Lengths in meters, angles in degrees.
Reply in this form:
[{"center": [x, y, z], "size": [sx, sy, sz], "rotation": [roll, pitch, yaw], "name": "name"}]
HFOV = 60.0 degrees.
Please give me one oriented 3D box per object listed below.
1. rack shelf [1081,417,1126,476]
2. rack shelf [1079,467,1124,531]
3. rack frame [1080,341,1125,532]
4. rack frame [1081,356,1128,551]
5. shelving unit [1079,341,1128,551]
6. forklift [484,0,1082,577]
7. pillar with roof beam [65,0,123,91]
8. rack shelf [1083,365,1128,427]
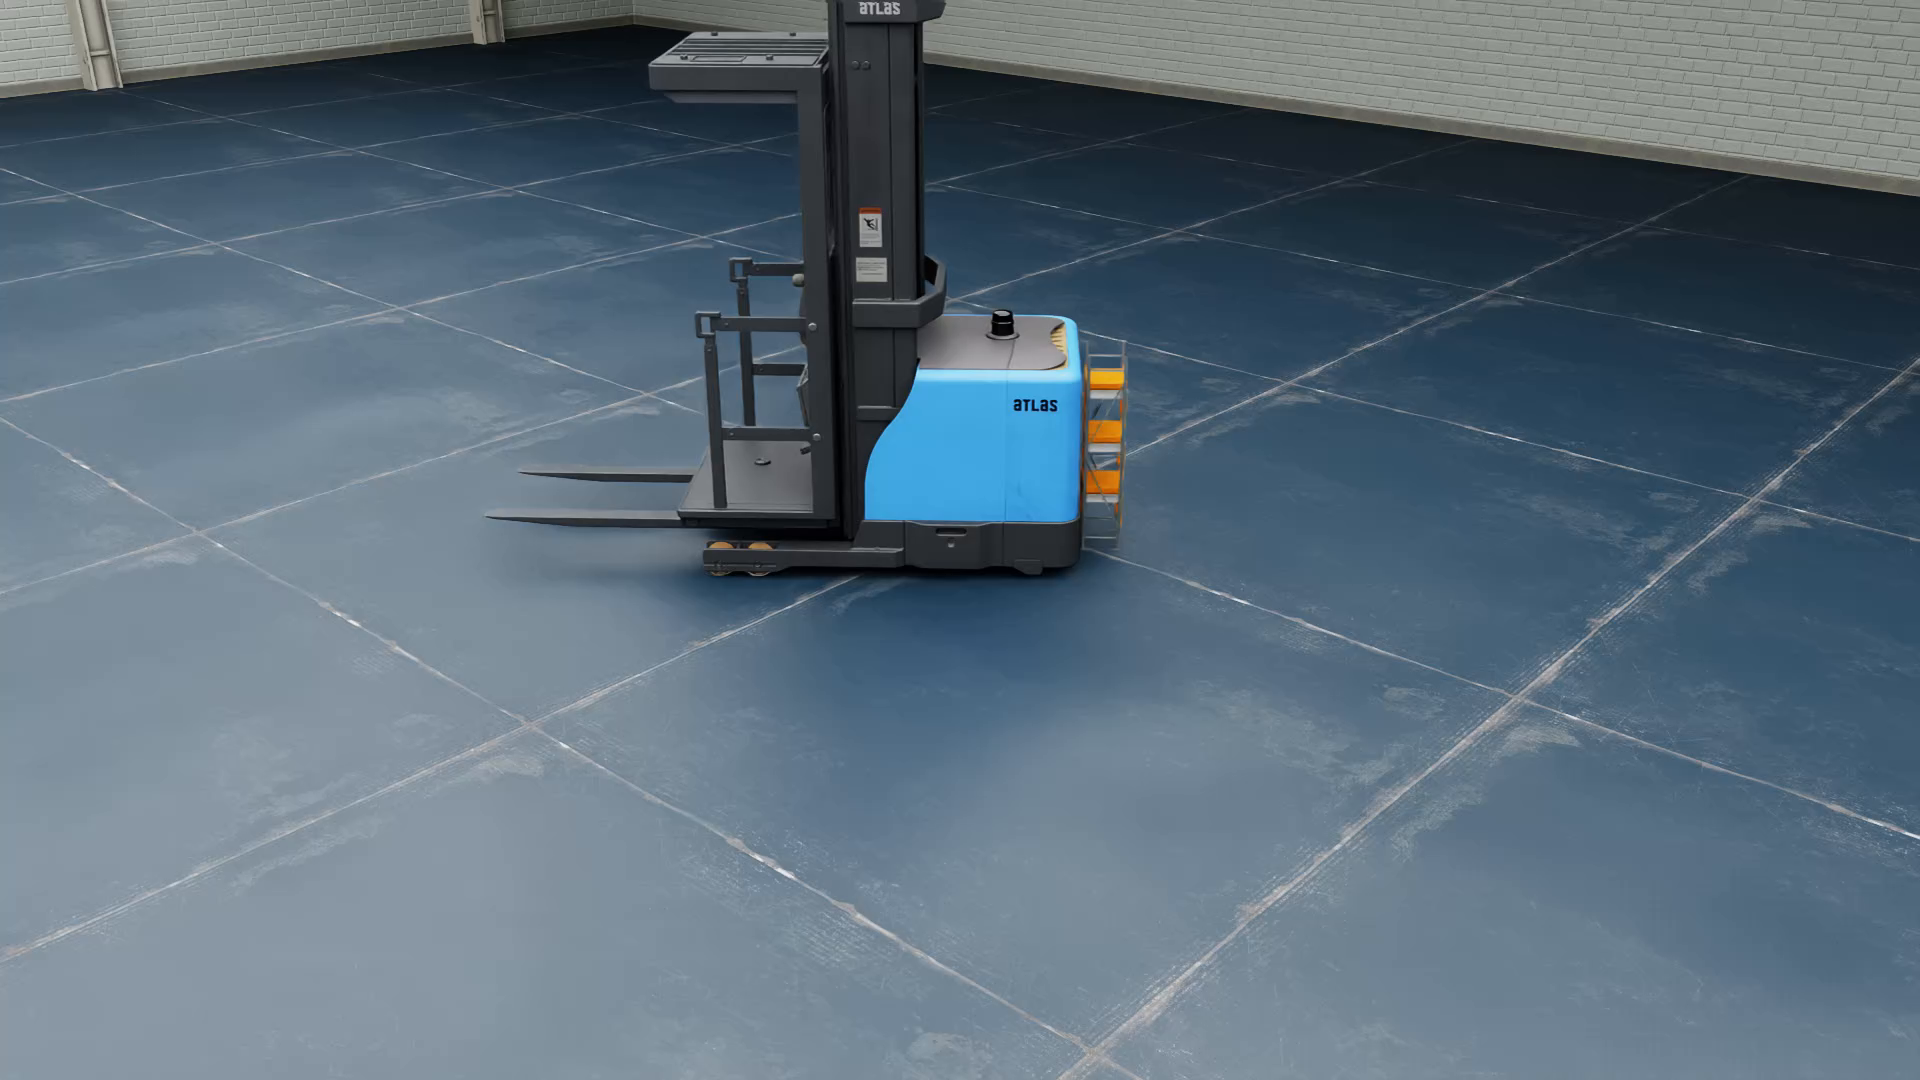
[{"center": [0.733, -0.467, 8.535], "size": [0.215, 0.259, 0.240], "rotation": [1, 24, 2], "name": "rack shelf"}, {"center": [0.733, -0.214, 8.649], "size": [0.215, 0.259, 0.240], "rotation": [1, 24, 2], "name": "rack shelf"}, {"center": [0.738, -0.527, 8.642], "size": [0.200, 1.050, 0.008], "rotation": [1, 24, 2], "name": "rack frame"}, {"center": [0.729, -0.427, 8.419], "size": [0.200, 1.050, 0.008], "rotation": [1, 24, 2], "name": "rack frame"}, {"center": [0.733, -0.477, 8.531], "size": [0.215, 1.050, 0.252], "rotation": [1, 24, 2], "name": "shelving unit"}, {"center": [-0.903, -1.370, 8.223], "size": [3.031, 2.935, 1.130], "rotation": [1, 24, 2], "name": "forklift"}, {"center": [-8.250, -8.981, 17.781], "size": [9.100, 9.000, 0.400], "rotation": [20, 31, 38], "name": "pillar with roof beam"}, {"center": [0.733, -0.726, 8.419], "size": [0.215, 0.259, 0.240], "rotation": [1, 24, 2], "name": "rack shelf"}]
